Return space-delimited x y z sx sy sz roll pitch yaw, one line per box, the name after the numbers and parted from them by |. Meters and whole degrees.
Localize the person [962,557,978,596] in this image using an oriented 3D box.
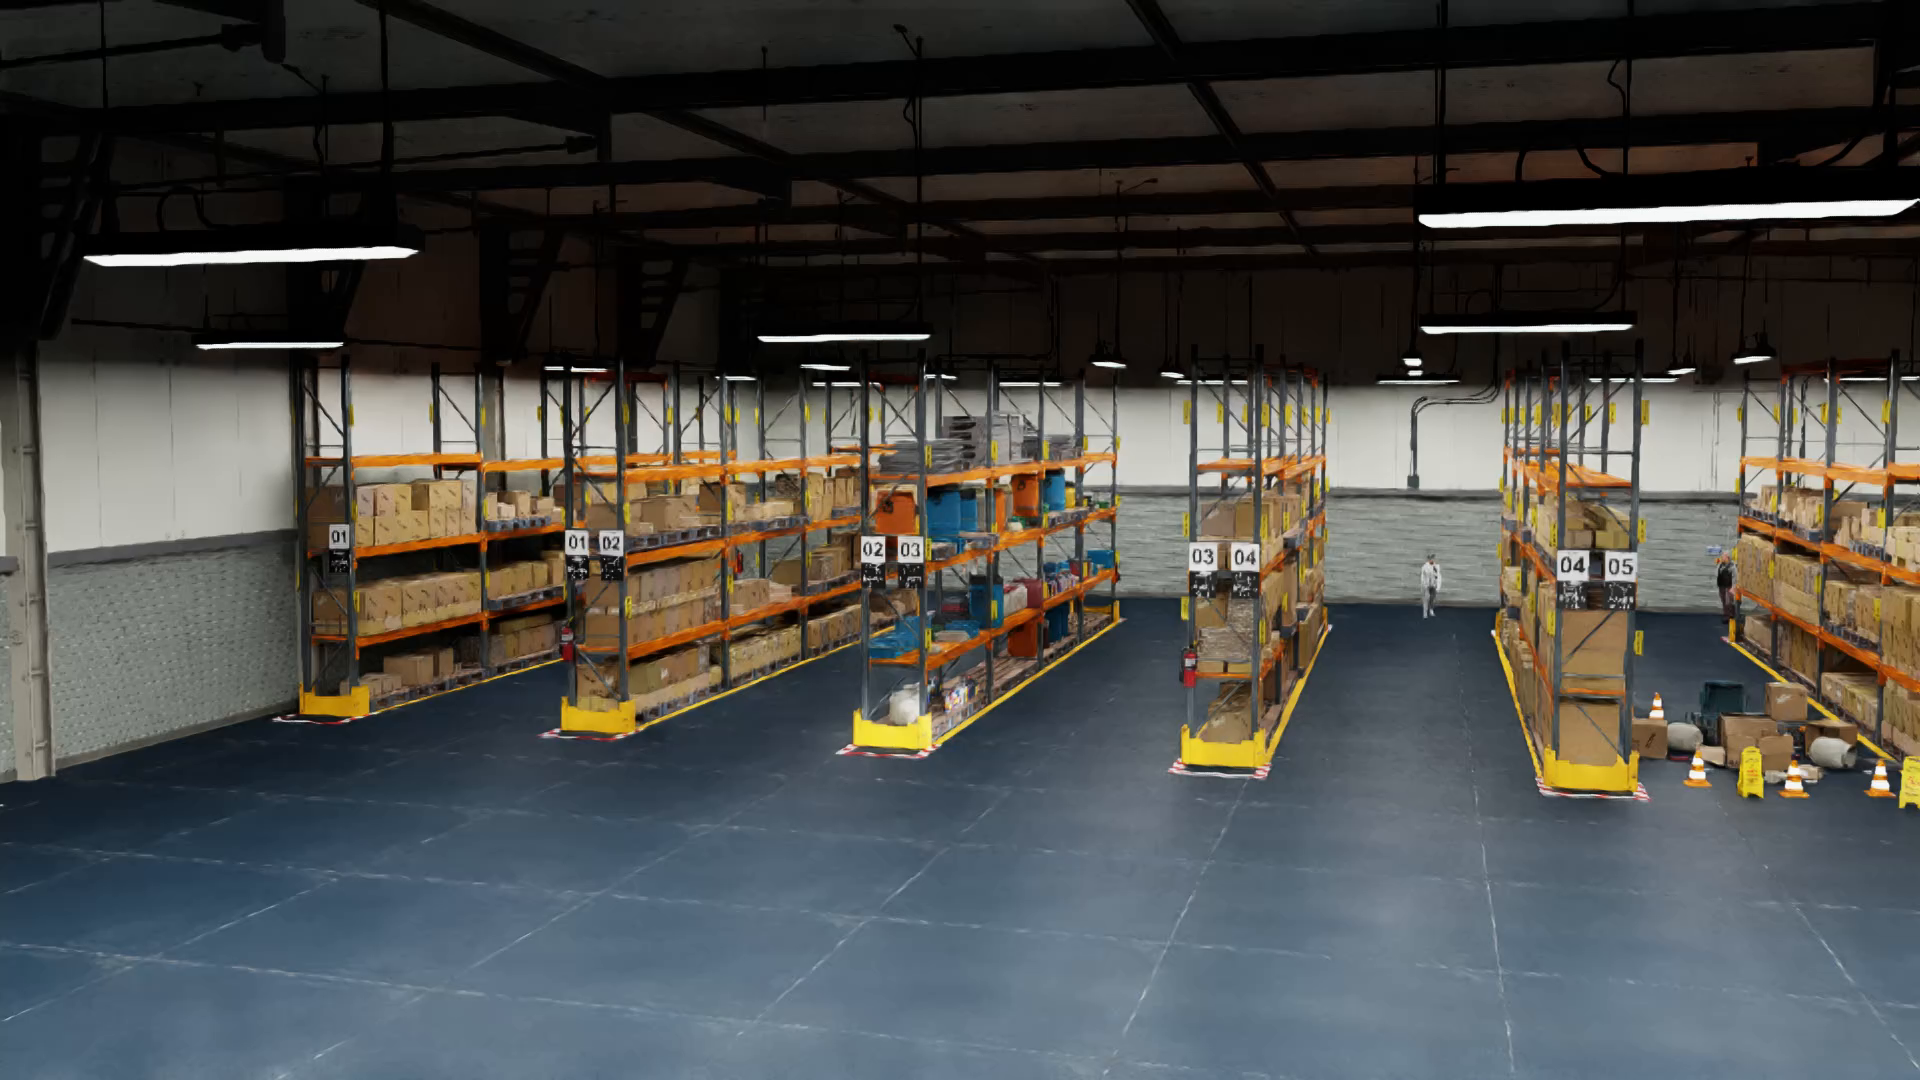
0.272 0.779 45.450 0.444 1.604 1.016 1 4 7 | person

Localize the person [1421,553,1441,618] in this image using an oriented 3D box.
11.648 1.105 41.125 0.488 1.590 1.089 1 4 13 | person

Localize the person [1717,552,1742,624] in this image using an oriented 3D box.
18.426 1.151 39.817 0.458 1.712 0.690 -1 4 -17 | person
